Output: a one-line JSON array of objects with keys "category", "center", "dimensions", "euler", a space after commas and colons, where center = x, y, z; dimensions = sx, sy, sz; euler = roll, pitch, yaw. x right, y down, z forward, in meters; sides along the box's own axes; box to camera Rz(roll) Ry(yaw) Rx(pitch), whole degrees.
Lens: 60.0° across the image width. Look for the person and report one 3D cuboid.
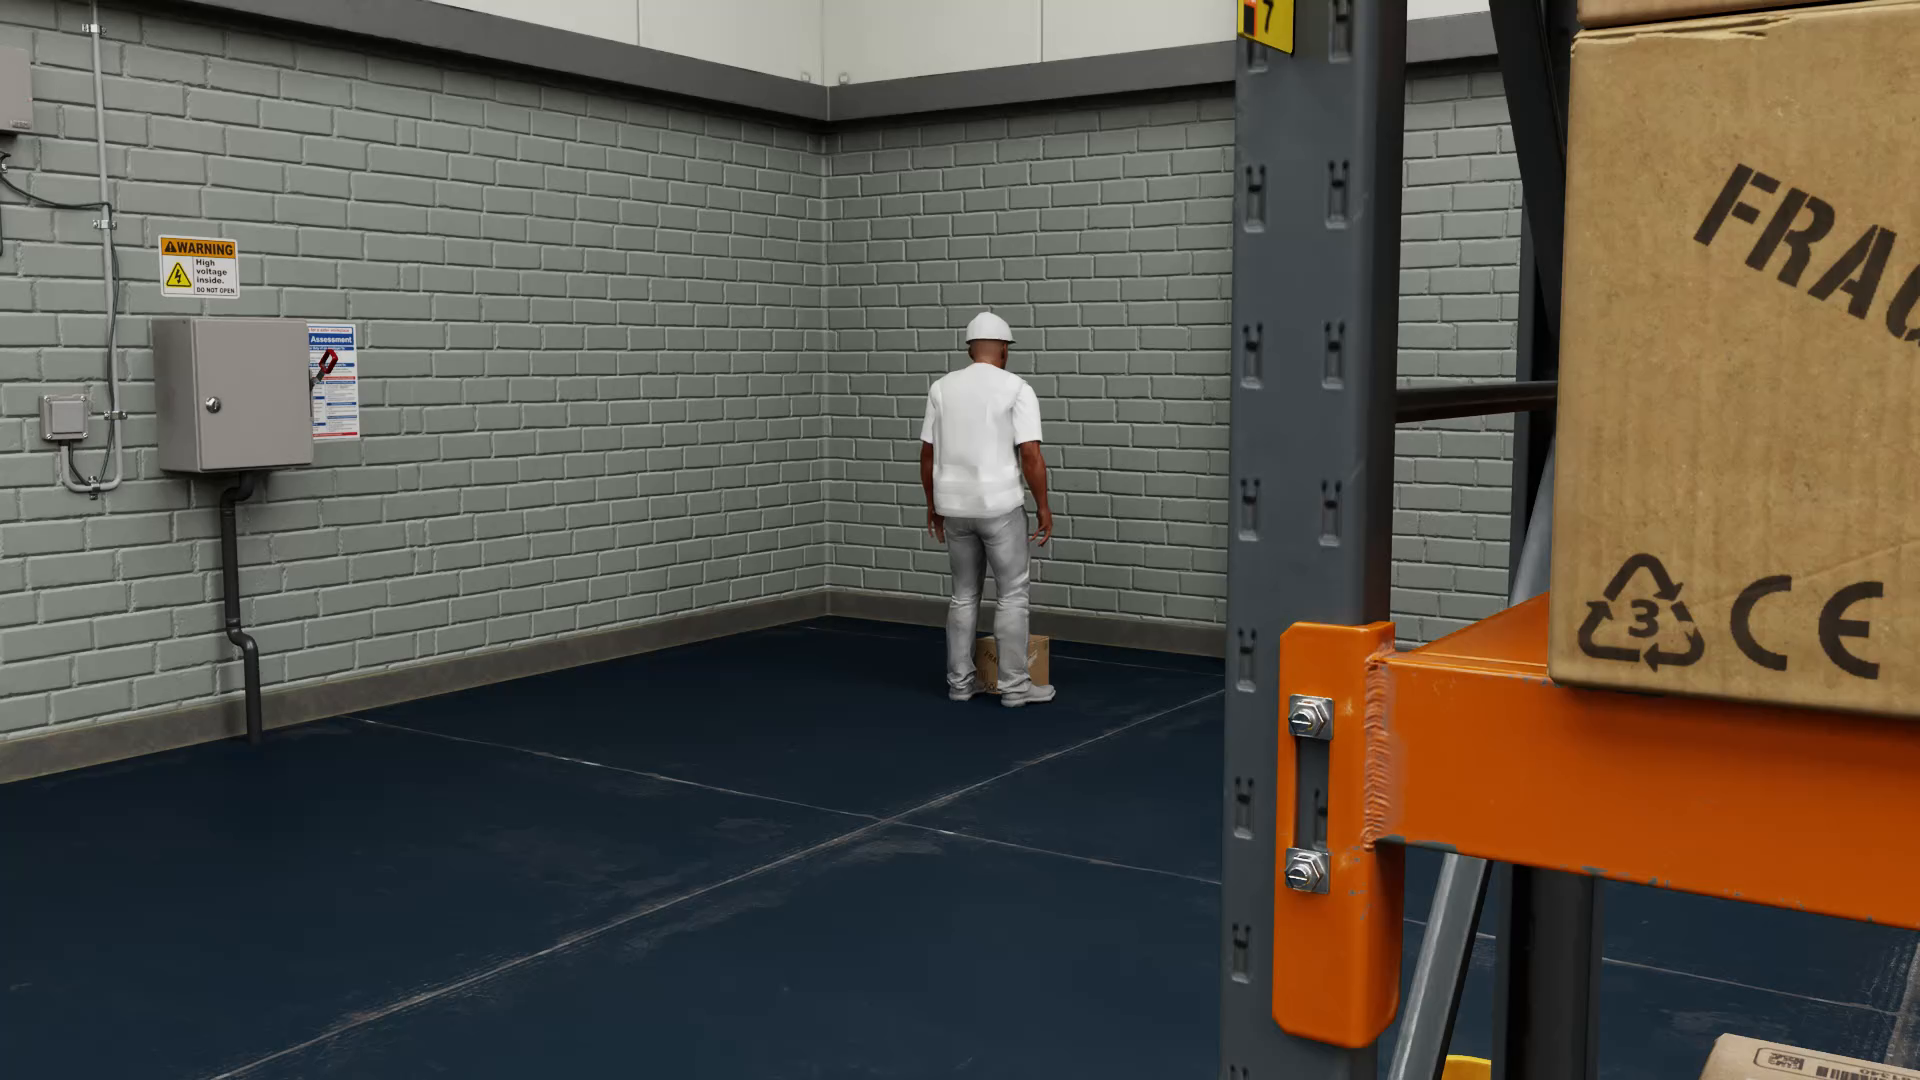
[{"category": "person", "center": [0.120, -0.146, 7.535], "dimensions": [0.635, 1.761, 0.454], "euler": [4, 7, 30]}]
